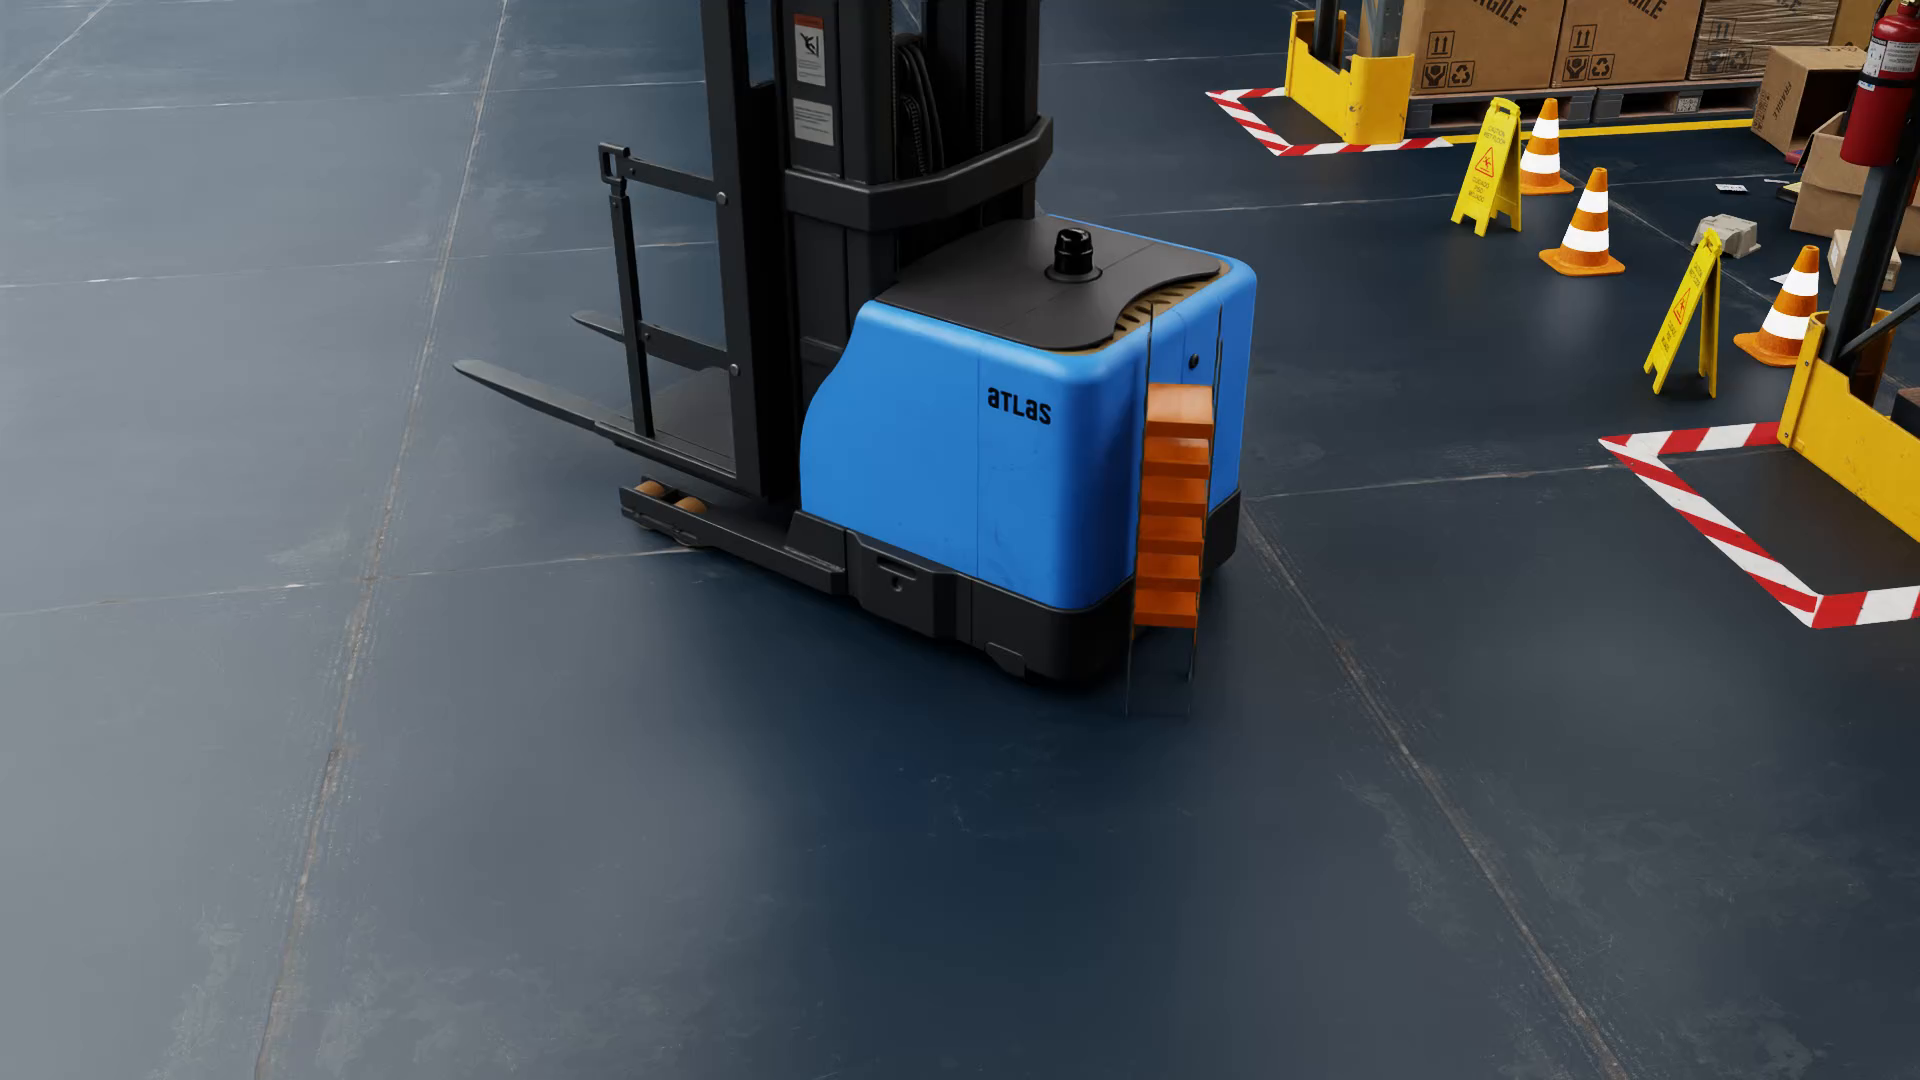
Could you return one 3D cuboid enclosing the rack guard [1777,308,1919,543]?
[{"bbox_3d":[3.416,-0.354,5.859,0.348,0.500,1.175,-5,31,-9],"label":"rack guard"}]

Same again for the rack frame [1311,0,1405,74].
[{"bbox_3d":[2.350,-3.883,9.395,0.127,3.000,1.000,-5,31,-9],"label":"rack frame"}]

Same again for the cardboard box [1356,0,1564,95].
[{"bbox_3d":[3.005,-3.243,9.988,0.875,0.875,0.875,-5,31,-9],"label":"cardboard box"}]

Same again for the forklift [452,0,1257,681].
[{"bbox_3d":[-0.564,-1.435,5.299,3.031,2.935,1.130,21,36,31],"label":"forklift"}]

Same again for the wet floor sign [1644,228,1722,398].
[{"bbox_3d":[2.962,-0.926,6.688,0.232,0.644,0.267,5,31,8],"label":"wet floor sign"}]

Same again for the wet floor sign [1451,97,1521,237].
[{"bbox_3d":[2.678,-1.879,8.308,0.232,0.644,0.267,-11,32,-17],"label":"wet floor sign"}]

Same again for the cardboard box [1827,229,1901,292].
[{"bbox_3d":[4.266,-1.322,7.852,0.250,0.149,0.380,10,32,17],"label":"cardboard box"}]

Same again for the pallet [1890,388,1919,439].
[{"bbox_3d":[4.222,-0.286,6.028,1.213,0.211,1.003,-5,31,-9],"label":"pallet"}]

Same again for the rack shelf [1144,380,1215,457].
[{"bbox_3d":[0.595,-0.332,4.508,0.180,0.103,0.258,4,31,6],"label":"rack shelf"}]

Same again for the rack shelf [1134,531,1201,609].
[{"bbox_3d":[0.595,0.082,4.752,0.180,0.103,0.258,4,31,6],"label":"rack shelf"}]

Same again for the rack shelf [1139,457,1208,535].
[{"bbox_3d":[0.595,-0.125,4.630,0.180,0.103,0.258,4,31,6],"label":"rack shelf"}]

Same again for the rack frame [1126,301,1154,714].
[{"bbox_3d":[0.504,-0.066,4.678,0.006,1.200,0.240,4,31,6],"label":"rack frame"}]

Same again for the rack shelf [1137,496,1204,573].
[{"bbox_3d":[0.595,-0.022,4.691,0.180,0.103,0.258,4,31,6],"label":"rack shelf"}]

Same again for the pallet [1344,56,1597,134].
[{"bbox_3d":[3.123,-2.793,10.292,1.213,0.211,1.003,-5,31,-9],"label":"pallet"}]

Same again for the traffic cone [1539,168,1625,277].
[{"bbox_3d":[2.998,-1.536,7.905,0.334,0.463,0.336,-5,31,-9],"label":"traffic cone"}]

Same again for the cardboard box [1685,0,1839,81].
[{"bbox_3d":[4.768,-3.407,10.266,0.875,0.875,0.875,-5,31,-9],"label":"cardboard box"}]

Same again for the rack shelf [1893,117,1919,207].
[{"bbox_3d":[5.309,-1.297,5.706,4.000,0.370,1.077,-5,31,-9],"label":"rack shelf"}]

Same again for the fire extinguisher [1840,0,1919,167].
[{"bbox_3d":[3.146,-1.610,5.606,0.183,0.674,0.296,-5,31,-9],"label":"fire extinguisher"}]

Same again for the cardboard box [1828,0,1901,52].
[{"bbox_3d":[5.654,-3.491,10.410,0.875,0.875,0.875,-5,31,-8],"label":"cardboard box"}]

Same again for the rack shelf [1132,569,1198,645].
[{"bbox_3d":[0.595,0.185,4.813,0.180,0.103,0.258,4,31,6],"label":"rack shelf"}]

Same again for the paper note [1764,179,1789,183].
[{"bbox_3d":[4.453,-1.955,9.065,0.123,0.001,0.032,10,32,17],"label":"paper note"}]

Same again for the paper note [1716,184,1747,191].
[{"bbox_3d":[4.158,-1.896,8.945,0.142,0.017,0.144,5,31,8],"label":"paper note"}]

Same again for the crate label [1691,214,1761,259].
[{"bbox_3d":[3.760,-1.498,8.162,0.298,0.136,0.250,-23,38,-34],"label":"crate label"}]

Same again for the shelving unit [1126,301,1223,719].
[{"bbox_3d":[0.595,-0.060,4.668,0.189,1.200,0.258,4,31,6],"label":"shelving unit"}]

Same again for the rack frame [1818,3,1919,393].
[{"bbox_3d":[3.341,-1.424,5.213,0.127,3.000,1.000,-5,31,-9],"label":"rack frame"}]

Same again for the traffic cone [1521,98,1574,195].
[{"bbox_3d":[3.128,-2.130,8.916,0.334,0.463,0.336,-5,31,-9],"label":"traffic cone"}]

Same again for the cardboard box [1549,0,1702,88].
[{"bbox_3d":[3.871,-3.325,10.127,0.875,0.875,0.875,-6,31,-10],"label":"cardboard box"}]

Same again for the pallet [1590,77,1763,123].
[{"bbox_3d":[4.320,-2.903,10.479,1.213,0.211,1.003,-5,31,-9],"label":"pallet"}]

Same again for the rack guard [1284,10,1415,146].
[{"bbox_3d":[2.327,-2.804,10.025,0.348,0.500,1.175,-5,31,-9],"label":"rack guard"}]

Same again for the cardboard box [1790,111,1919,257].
[{"bbox_3d":[4.613,-1.771,8.265,0.797,0.503,0.637,23,37,33],"label":"cardboard box"}]

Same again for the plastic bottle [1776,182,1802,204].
[{"bbox_3d":[4.490,-1.856,8.846,0.283,0.061,0.133,-17,34,-26],"label":"plastic bottle"}]

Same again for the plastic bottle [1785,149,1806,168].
[{"bbox_3d":[4.770,-2.108,9.274,0.133,0.061,0.283,-17,34,-26],"label":"plastic bottle"}]

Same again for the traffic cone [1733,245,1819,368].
[{"bbox_3d":[3.532,-1.013,7.017,0.334,0.463,0.336,-5,31,-9],"label":"traffic cone"}]

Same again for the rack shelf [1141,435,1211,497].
[{"bbox_3d":[0.595,-0.229,4.569,0.180,0.103,0.258,4,31,6],"label":"rack shelf"}]

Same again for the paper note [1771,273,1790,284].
[{"bbox_3d":[3.913,-1.223,7.800,0.142,0.019,0.148,-17,34,-26],"label":"paper note"}]

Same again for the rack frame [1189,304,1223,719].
[{"bbox_3d":[0.686,-0.054,4.659,0.006,1.200,0.240,4,31,6],"label":"rack frame"}]

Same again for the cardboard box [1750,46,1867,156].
[{"bbox_3d":[4.943,-2.519,9.538,0.500,0.500,0.500,0,30,0],"label":"cardboard box"}]
